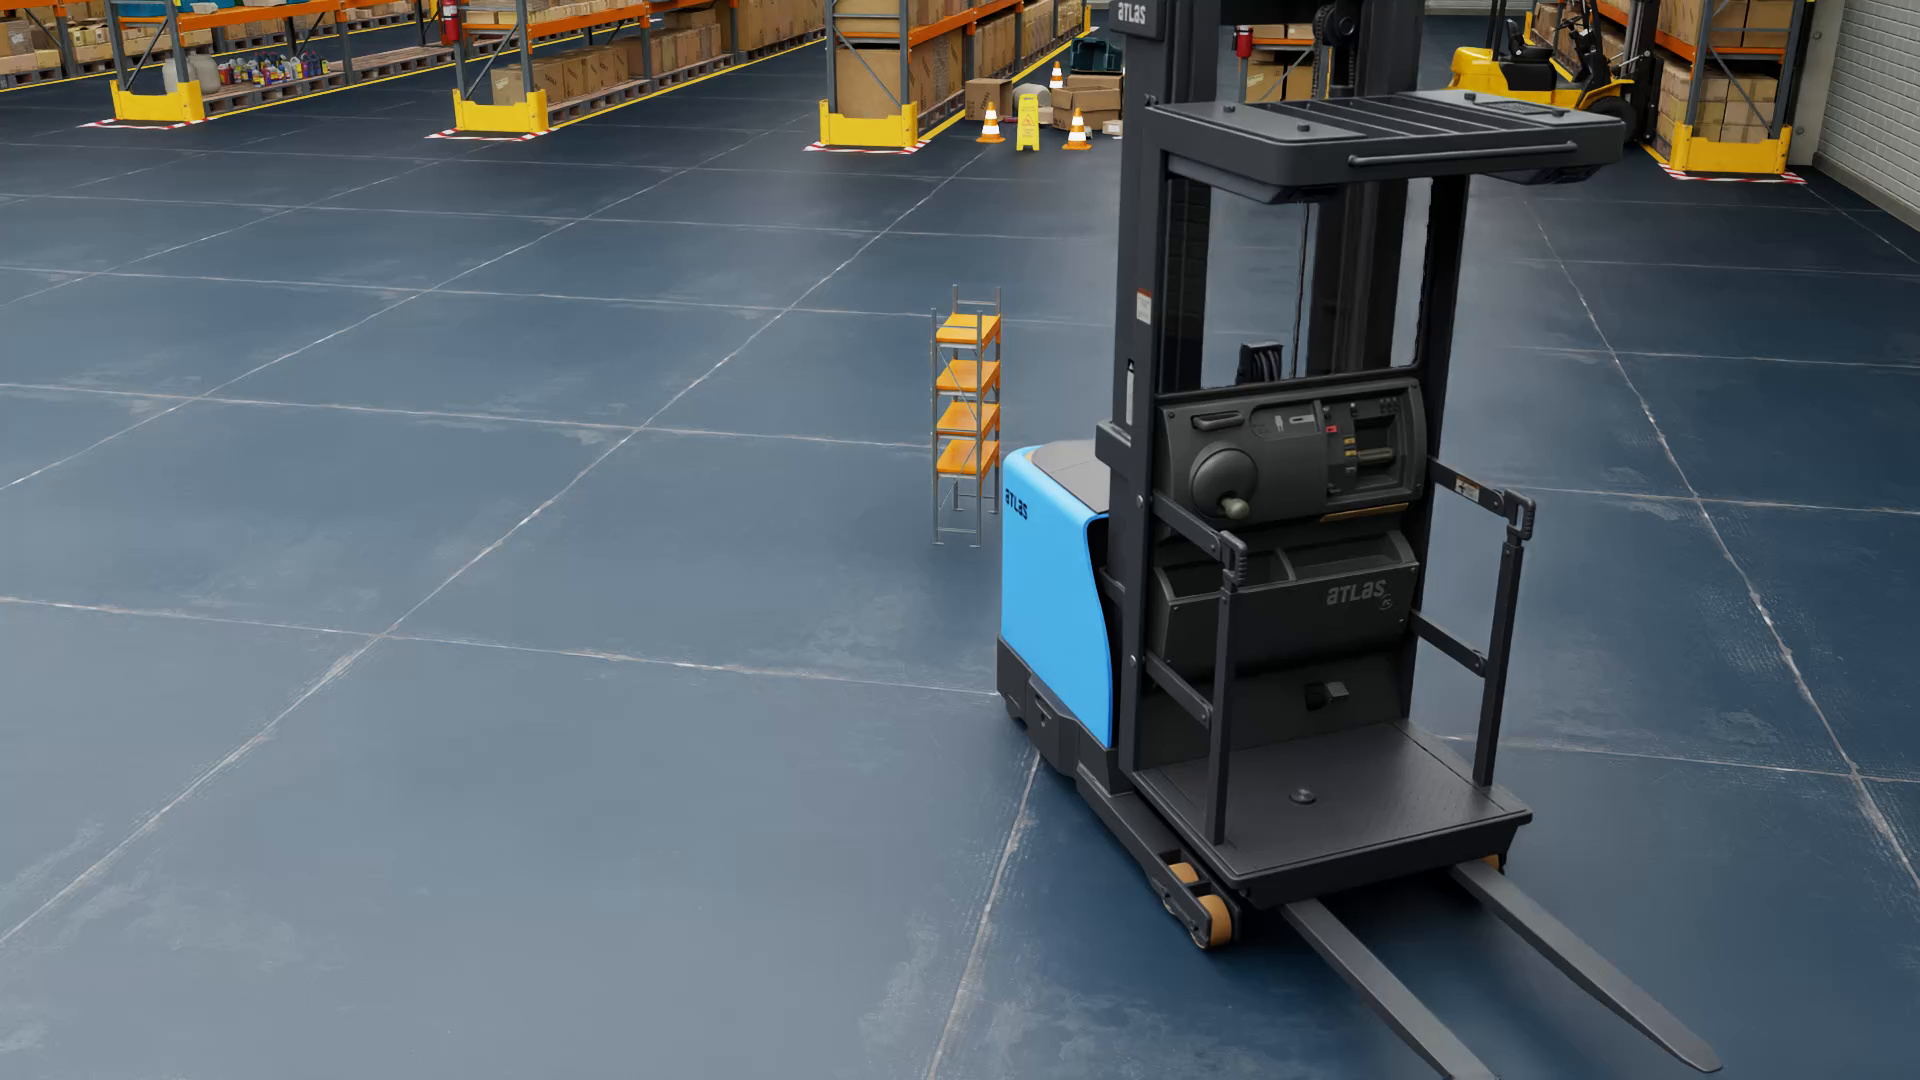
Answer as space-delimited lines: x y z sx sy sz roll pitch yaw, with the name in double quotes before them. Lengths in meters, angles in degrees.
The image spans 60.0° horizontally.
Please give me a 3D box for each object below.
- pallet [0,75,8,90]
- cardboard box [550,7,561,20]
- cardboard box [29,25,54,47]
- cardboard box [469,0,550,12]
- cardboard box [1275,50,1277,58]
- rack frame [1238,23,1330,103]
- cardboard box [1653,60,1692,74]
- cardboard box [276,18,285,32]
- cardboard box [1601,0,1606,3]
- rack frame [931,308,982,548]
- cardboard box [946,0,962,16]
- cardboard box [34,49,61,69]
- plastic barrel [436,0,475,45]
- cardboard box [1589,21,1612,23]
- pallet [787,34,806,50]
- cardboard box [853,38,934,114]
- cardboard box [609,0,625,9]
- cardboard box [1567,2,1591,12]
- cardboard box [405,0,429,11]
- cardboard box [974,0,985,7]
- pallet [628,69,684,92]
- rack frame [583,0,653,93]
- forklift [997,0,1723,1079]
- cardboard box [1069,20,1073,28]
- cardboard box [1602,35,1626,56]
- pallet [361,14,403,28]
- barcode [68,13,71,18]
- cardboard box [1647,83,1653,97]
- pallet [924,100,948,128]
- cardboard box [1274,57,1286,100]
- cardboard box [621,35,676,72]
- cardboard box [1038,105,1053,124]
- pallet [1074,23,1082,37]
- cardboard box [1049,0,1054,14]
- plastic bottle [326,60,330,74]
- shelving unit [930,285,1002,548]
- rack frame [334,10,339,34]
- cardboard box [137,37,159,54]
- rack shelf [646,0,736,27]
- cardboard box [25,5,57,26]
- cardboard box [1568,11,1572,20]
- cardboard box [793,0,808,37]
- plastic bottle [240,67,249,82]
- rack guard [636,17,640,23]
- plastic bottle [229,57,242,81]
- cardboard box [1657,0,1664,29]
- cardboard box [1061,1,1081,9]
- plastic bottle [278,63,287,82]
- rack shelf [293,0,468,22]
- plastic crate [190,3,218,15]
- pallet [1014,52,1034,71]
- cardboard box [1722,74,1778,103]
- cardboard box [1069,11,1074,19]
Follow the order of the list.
"pallet" -15.280 -6.885 25.166 1.003 0.211 1.213 4 22 11
"cardboard box" -5.491 -6.937 21.899 0.380 0.149 0.250 4 22 11
"cardboard box" -15.028 -8.263 27.223 0.500 0.311 0.500 4 22 11
"cardboard box" -5.810 -7.078 21.380 0.875 0.500 0.500 4 22 11
"cardboard box" 3.724 -6.051 20.609 0.380 0.149 0.250 5 22 12
"rack frame" 3.753 -5.939 19.084 1.000 3.000 0.127 4 22 11
"cardboard box" 8.704 -5.694 20.257 0.500 0.250 0.500 4 22 10
"cardboard box" -13.331 -10.132 32.253 0.500 0.500 0.500 4 22 9
"cardboard box" 9.808 -8.091 24.628 0.500 0.250 0.500 4 22 10
"rack frame" -0.016 -0.528 8.058 0.240 1.200 0.015 4 22 11
"cardboard box" -0.451 -7.473 22.692 0.875 0.550 0.550 4 22 11
"cardboard box" -14.710 -7.647 26.443 0.500 0.250 0.500 4 22 11
"plastic barrel" -9.082 -9.366 29.936 0.600 0.830 0.708 4 22 11
"cardboard box" 10.318 -8.312 26.892 0.380 0.149 0.250 5 22 12
"pallet" -3.584 -9.501 31.663 1.003 0.211 1.213 4 22 11
"cardboard box" -0.863 -6.063 21.675 0.875 0.875 0.875 4 22 10
"cardboard box" -5.001 -7.662 23.699 0.380 0.149 0.250 4 22 11
"cardboard box" 10.722 -9.215 28.736 0.380 0.149 0.250 3 22 8
"cardboard box" -12.251 -12.129 37.212 0.500 0.500 0.500 4 22 11
"cardboard box" 0.073 -7.960 23.969 0.500 0.500 0.500 5 22 12
"pallet" -4.975 -7.148 25.820 1.003 0.211 1.213 4 22 11
"rack frame" -5.133 -8.157 24.592 1.000 3.000 0.127 4 22 11
"forklift" 1.145 -0.261 5.079 1.130 2.935 3.031 -8 23 -19
"cardboard box" 2.052 -10.315 33.204 0.380 0.149 0.250 5 22 12
"cardboard box" 9.979 -7.114 24.619 0.875 0.625 0.625 5 23 13
"pallet" -12.810 -11.244 35.991 1.003 0.211 1.213 4 22 11
"barcode" -14.370 -8.465 26.829 0.001 0.075 0.075 4 22 11
"cardboard box" 8.709 -5.470 20.371 0.500 0.250 0.500 4 22 11
"pallet" -0.776 -5.729 22.295 1.003 0.211 1.213 4 22 11
"cardboard box" 3.764 -5.710 20.631 0.500 0.500 0.500 5 23 13
"cardboard box" -4.871 -7.597 25.960 0.700 0.500 0.500 4 22 11
"cardboard box" 1.155 -5.705 22.163 0.396 0.266 0.258 8 23 20
"pallet" 1.935 -10.515 34.179 1.003 0.211 1.213 4 22 11
"cardboard box" 1.430 -9.759 30.350 0.500 0.250 0.500 4 22 9
"plastic bottle" -9.750 -7.284 25.582 0.097 0.201 0.097 0 22 0
"shelving unit" 0.034 -0.617 8.280 0.258 1.200 0.503 4 22 11
"rack frame" -13.197 -11.839 33.735 1.000 3.000 0.127 4 22 11
"cardboard box" -14.192 -8.524 28.622 0.500 0.250 0.500 5 22 12
"rack shelf" -4.725 -8.555 26.543 1.077 0.370 4.000 4 22 11
"cardboard box" -18.400 -10.529 32.797 0.750 0.750 0.750 4 22 11
"cardboard box" 10.747 -9.068 28.771 0.380 0.149 0.250 4 22 9
"cardboard box" -3.611 -10.056 31.590 1.225 0.875 0.875 5 22 11
"plastic bottle" -10.588 -6.891 24.606 0.097 0.201 0.097 0 22 0
"rack guard" -7.541 -11.773 36.918 1.175 0.500 0.348 4 22 11
"plastic bottle" -10.716 -6.954 24.561 0.144 0.351 0.185 5 23 13
"cardboard box" 8.890 -6.552 20.472 0.500 0.500 0.500 4 22 10
"cardboard box" 2.255 -10.874 33.796 0.380 0.149 0.250 4 22 10
"plastic bottle" -9.991 -6.886 24.498 0.097 0.271 0.097 0 22 0
"rack shelf" -9.573 -8.932 27.480 1.077 0.370 4.000 4 22 11
"plastic crate" -10.300 -7.252 22.698 0.298 0.136 0.250 4 22 11
"pallet" 0.679 -8.197 28.424 1.003 0.211 1.213 4 22 11
"cardboard box" 8.896 -5.106 18.797 0.500 0.250 0.500 4 22 10
"cardboard box" 2.055 -10.453 33.150 0.380 0.149 0.250 6 23 14
